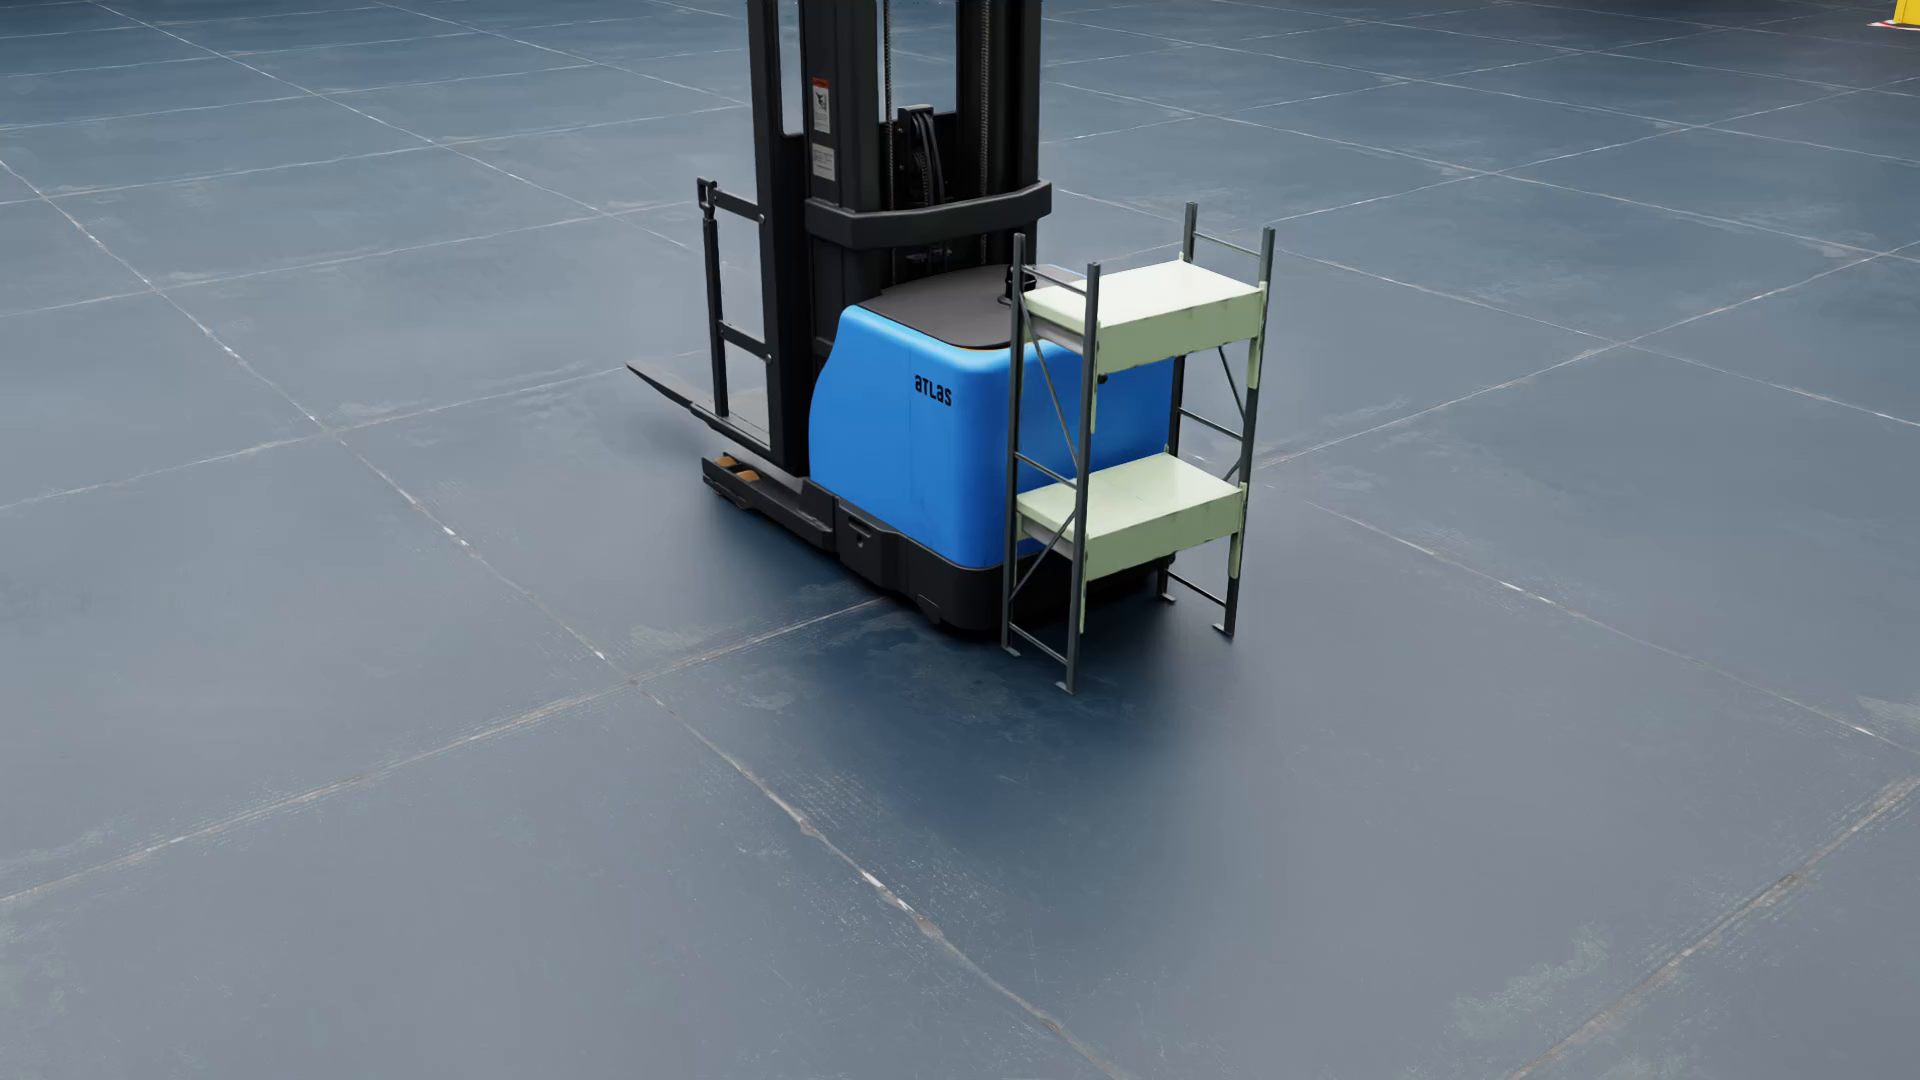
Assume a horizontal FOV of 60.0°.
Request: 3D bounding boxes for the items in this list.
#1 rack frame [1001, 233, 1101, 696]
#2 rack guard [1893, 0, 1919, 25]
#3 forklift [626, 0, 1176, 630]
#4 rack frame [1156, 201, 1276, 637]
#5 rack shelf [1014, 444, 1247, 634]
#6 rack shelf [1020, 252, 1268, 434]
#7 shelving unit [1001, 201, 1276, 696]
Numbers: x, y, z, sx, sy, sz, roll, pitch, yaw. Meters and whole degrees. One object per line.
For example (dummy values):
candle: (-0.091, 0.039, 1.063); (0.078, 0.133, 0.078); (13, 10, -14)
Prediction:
rack frame: (0.282, -0.221, 5.429); (0.023, 1.500, 0.400); (-17, 31, -32)
rack guard: (11.984, -6.469, 20.094); (0.348, 0.500, 1.175); (-18, 31, -34)
forklift: (-0.452, -1.567, 6.646); (1.130, 2.935, 3.031); (-18, 30, -33)
rack frame: (0.878, -0.400, 5.815); (0.023, 1.500, 0.400); (-17, 31, -32)
rack shelf: (0.575, -0.018, 5.766); (0.720, 0.370, 0.431); (-17, 31, -32)
rack shelf: (0.586, -0.660, 5.450); (0.720, 0.370, 0.431); (-17, 31, -32)
shelving unit: (0.580, -0.310, 5.622); (0.755, 1.500, 0.431); (-17, 31, -32)
